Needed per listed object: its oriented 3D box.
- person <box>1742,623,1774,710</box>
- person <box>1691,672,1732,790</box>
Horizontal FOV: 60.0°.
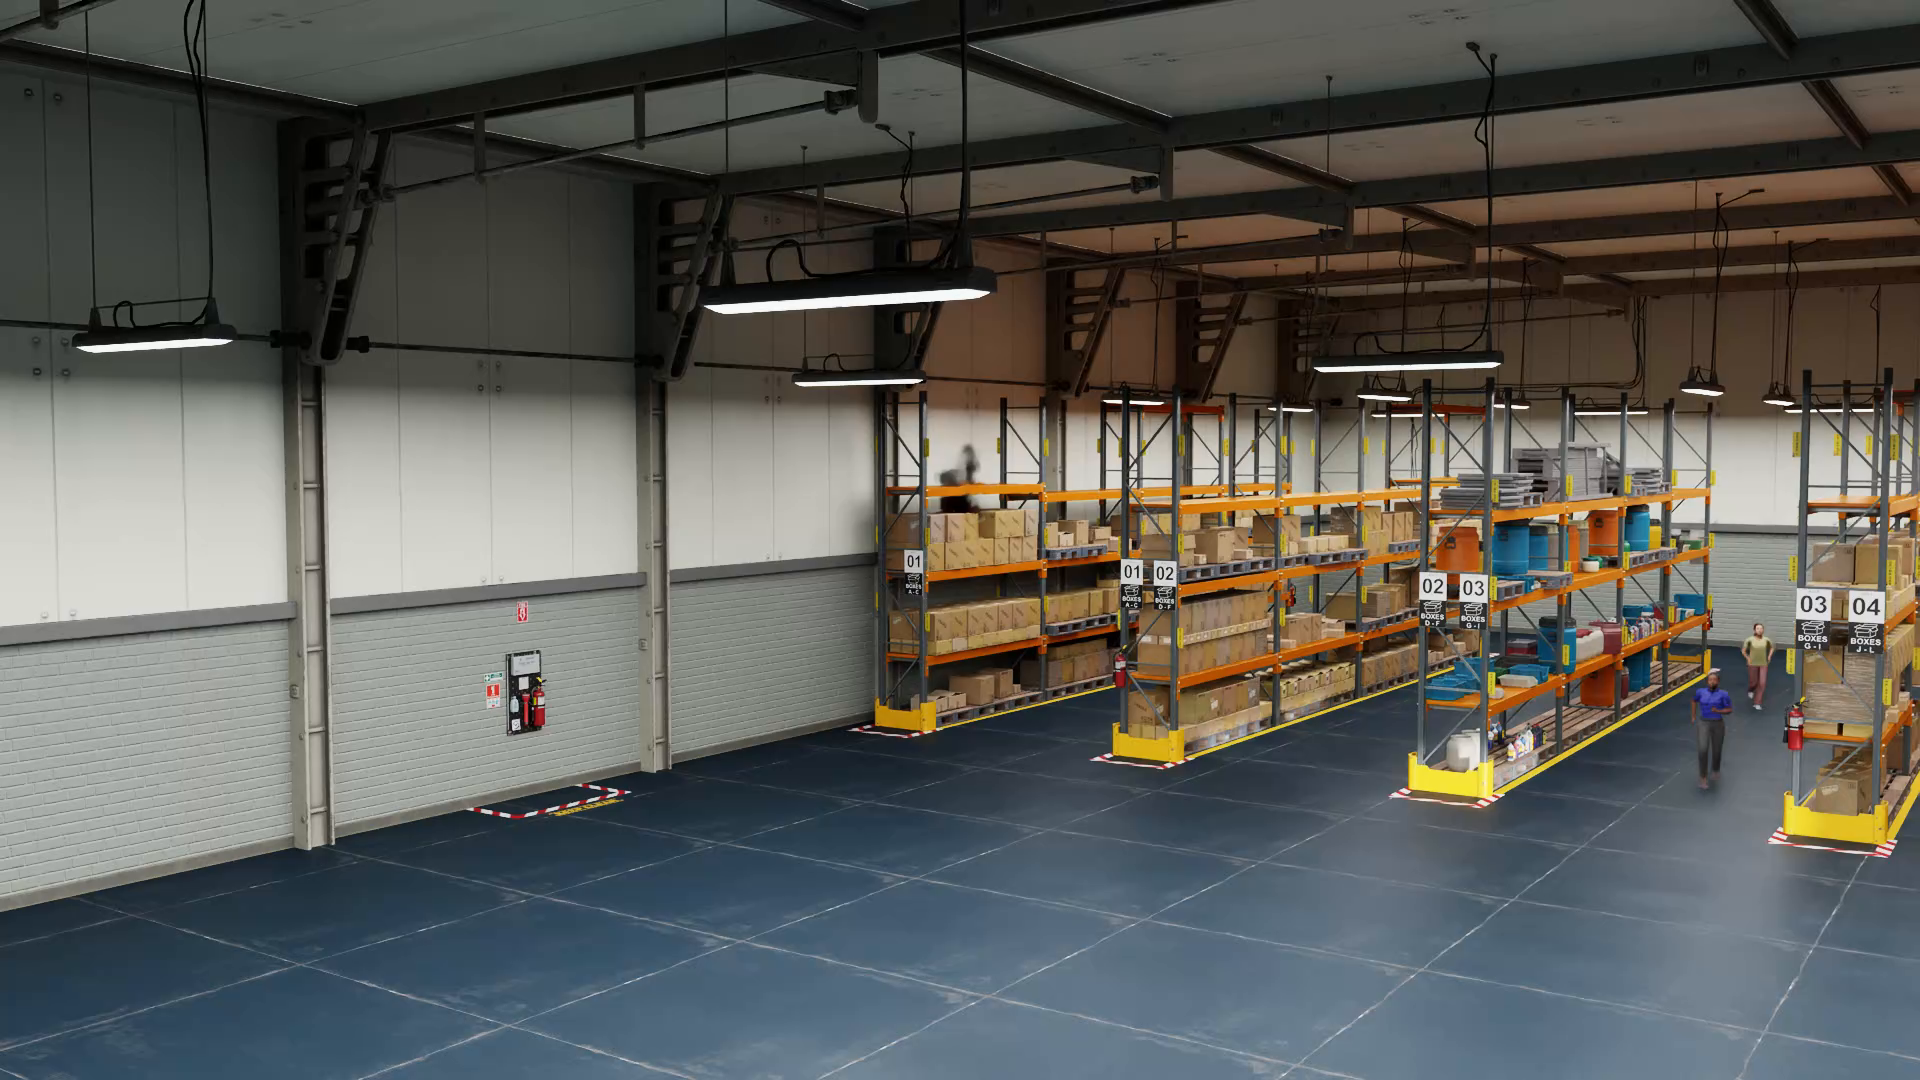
[{"bbox_3d":[15.345,2.414,31.974,0.579,1.641,0.755,1,3,17],"label":"person"},{"bbox_3d":[11.117,2.807,24.616,0.549,1.717,0.764,1,3,24],"label":"person"}]
